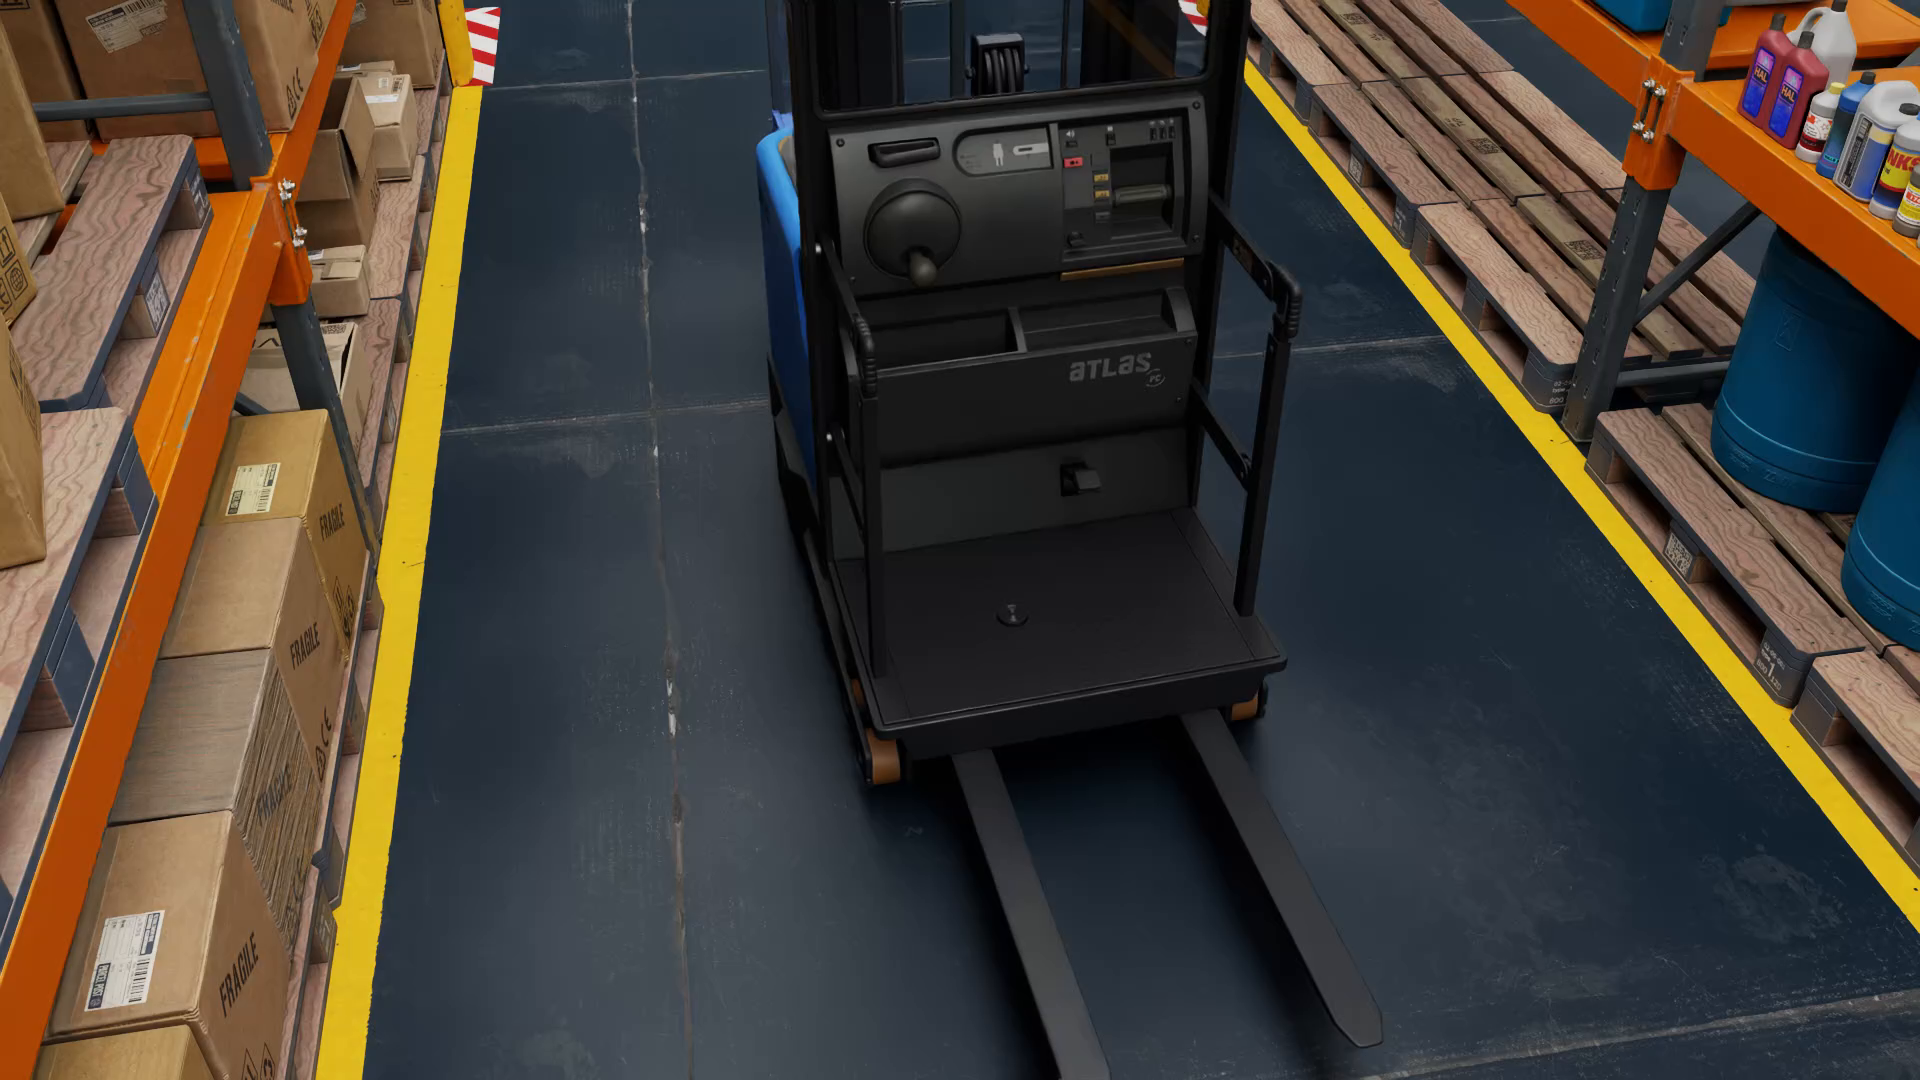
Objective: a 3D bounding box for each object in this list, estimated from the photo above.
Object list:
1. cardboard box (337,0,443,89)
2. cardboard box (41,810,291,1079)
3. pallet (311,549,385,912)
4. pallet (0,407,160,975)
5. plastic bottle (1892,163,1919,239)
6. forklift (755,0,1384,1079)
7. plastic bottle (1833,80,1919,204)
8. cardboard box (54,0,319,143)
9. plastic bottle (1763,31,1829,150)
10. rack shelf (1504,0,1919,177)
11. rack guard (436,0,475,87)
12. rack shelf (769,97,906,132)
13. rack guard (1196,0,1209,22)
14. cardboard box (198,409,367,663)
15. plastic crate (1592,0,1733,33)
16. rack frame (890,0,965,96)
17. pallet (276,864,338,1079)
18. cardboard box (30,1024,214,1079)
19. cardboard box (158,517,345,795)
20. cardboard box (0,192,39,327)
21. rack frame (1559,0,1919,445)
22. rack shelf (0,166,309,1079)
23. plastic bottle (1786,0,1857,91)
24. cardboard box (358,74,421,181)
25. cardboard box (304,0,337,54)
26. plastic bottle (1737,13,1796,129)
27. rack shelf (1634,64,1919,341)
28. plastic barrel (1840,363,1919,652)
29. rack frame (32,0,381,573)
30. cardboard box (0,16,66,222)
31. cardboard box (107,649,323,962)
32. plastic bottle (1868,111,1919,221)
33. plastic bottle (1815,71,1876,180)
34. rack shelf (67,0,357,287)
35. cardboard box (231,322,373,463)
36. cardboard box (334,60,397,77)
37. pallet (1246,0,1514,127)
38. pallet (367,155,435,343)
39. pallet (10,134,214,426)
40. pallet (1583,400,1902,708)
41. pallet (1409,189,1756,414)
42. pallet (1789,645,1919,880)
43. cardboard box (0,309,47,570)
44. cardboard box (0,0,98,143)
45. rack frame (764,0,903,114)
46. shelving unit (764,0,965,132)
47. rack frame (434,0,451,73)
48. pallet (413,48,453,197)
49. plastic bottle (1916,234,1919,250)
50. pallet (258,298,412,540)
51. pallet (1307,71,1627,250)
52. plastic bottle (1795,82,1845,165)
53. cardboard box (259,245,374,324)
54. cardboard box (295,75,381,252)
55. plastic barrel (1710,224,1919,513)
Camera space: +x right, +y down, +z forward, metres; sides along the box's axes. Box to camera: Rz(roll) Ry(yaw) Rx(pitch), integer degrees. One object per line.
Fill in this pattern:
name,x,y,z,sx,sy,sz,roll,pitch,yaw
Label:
cardboard box,-2.662,-2.369,7.533,0.500,0.500,0.500,-6,38,-8
cardboard box,-1.672,0.922,3.297,0.500,0.500,0.500,-7,38,-9
pallet,-2.118,0.520,4.408,1.003,0.211,1.213,-6,38,-8
pallet,-1.942,0.250,2.640,1.003,0.211,1.213,-6,38,-8
plastic bottle,2.360,-0.847,4.057,0.097,0.201,0.097,0,38,0
forklift,0.207,-0.770,3.852,1.130,2.935,3.031,-9,39,-11
plastic bottle,2.349,-1.008,4.204,0.152,0.276,0.135,-6,38,-8
cardboard box,-2.119,-1.445,4.583,0.500,0.500,0.500,-5,38,-7
plastic bottle,2.247,-1.205,4.451,0.061,0.283,0.133,-6,38,-8
rack shelf,2.229,-2.522,6.638,1.077,0.370,4.000,-6,38,-8
rack guard,-2.986,-2.451,7.997,1.175,0.500,0.348,-6,38,-8
rack shelf,-0.347,-1.285,5.975,0.538,0.185,1.000,-8,39,-10
rack guard,1.861,-3.041,8.756,1.175,0.500,0.348,-6,38,-8
cardboard box,-1.929,0.013,4.468,0.500,0.500,0.500,-6,38,-8
plastic crate,2.162,-1.861,5.165,0.392,0.384,0.575,-6,38,-8
rack frame,-0.233,-1.124,5.474,0.500,1.500,0.032,-8,39,-10
pallet,-1.901,1.259,3.458,1.003,0.211,1.213,-6,38,-8
cardboard box,-1.576,1.237,2.892,0.500,0.500,0.500,-7,38,-9
cardboard box,-1.851,0.312,4.082,0.500,0.500,0.500,-6,38,-8
cardboard box,-2.252,-0.555,3.095,0.700,0.500,0.500,-1,38,-1
rack frame,2.579,-1.599,4.863,1.000,3.000,0.127,-6,38,-8
rack shelf,-1.947,0.424,2.846,1.077,0.370,4.000,-6,38,-8
plastic bottle,2.329,-1.307,4.528,0.144,0.351,0.185,-6,38,-8
cardboard box,-2.525,-1.693,6.867,0.500,0.250,0.500,-6,38,-8
cardboard box,-2.212,-1.754,4.981,0.500,0.500,0.500,-6,38,-7
plastic bottle,2.223,-1.285,4.554,0.061,0.283,0.133,-6,38,-8
rack shelf,2.930,-0.106,3.528,1.077,0.370,4.000,-6,38,-8
plastic barrel,2.782,-0.178,4.402,0.600,0.901,0.708,-6,38,-8
rack frame,-2.298,-1.068,4.180,1.000,3.000,0.127,-6,38,-8
cardboard box,-2.435,-0.963,3.621,0.700,0.500,0.500,-19,42,-23
cardboard box,-1.764,0.615,3.692,0.500,0.500,0.500,-6,38,-7
plastic bottle,2.343,-0.933,4.111,0.097,0.271,0.097,0,38,0
plastic bottle,2.302,-1.073,4.291,0.097,0.271,0.097,0,38,0
rack shelf,-2.649,-1.992,5.955,1.077,0.370,4.000,-6,38,-8
cardboard box,-2.159,-0.457,5.226,0.500,0.311,0.500,-6,38,-8
cardboard box,-2.679,-1.983,7.308,0.380,0.166,0.250,-6,38,-8
pallet,1.984,-2.411,8.181,1.003,0.211,1.213,-6,38,-8
pallet,-2.635,-1.120,6.520,1.003,0.211,1.213,-6,38,-8
pallet,-2.265,-0.498,3.602,1.003,0.211,1.213,-6,38,-8
pallet,2.673,-0.027,5.112,1.003,0.211,1.213,-6,38,-8
pallet,2.412,-0.937,6.284,1.003,0.211,1.213,-6,38,-8
pallet,2.891,0.712,4.162,1.003,0.211,1.213,-6,38,-8
cardboard box,-1.928,-0.213,2.655,0.700,0.500,0.500,-16,41,-19
cardboard box,-2.638,-1.382,4.502,0.500,0.500,0.500,-6,38,-7
rack frame,-0.462,-1.731,6.256,0.500,1.500,0.032,-8,39,-10
shelving unit,-0.347,-1.427,5.865,0.538,1.500,1.048,-8,39,-10
rack frame,-2.999,-3.484,7.290,1.000,3.000,0.127,-6,38,-8
pallet,-2.845,-1.855,7.466,1.003,0.211,1.213,-6,38,-8
plastic bottle,2.377,-0.788,3.981,0.097,0.201,0.097,0,38,0
pallet,-2.418,-0.382,5.569,1.003,0.211,1.213,-6,38,-8
pallet,2.195,-1.676,7.235,1.003,0.211,1.213,-6,38,-8
plastic bottle,2.285,-1.104,4.389,0.097,0.201,0.097,0,38,0
cardboard box,-2.320,-0.921,5.941,0.380,0.166,0.250,-6,38,-8
cardboard box,-2.633,-1.390,6.271,0.797,0.503,0.637,-6,38,-8
plastic barrel,2.658,-0.605,4.952,0.600,0.901,0.708,-6,38,-8
